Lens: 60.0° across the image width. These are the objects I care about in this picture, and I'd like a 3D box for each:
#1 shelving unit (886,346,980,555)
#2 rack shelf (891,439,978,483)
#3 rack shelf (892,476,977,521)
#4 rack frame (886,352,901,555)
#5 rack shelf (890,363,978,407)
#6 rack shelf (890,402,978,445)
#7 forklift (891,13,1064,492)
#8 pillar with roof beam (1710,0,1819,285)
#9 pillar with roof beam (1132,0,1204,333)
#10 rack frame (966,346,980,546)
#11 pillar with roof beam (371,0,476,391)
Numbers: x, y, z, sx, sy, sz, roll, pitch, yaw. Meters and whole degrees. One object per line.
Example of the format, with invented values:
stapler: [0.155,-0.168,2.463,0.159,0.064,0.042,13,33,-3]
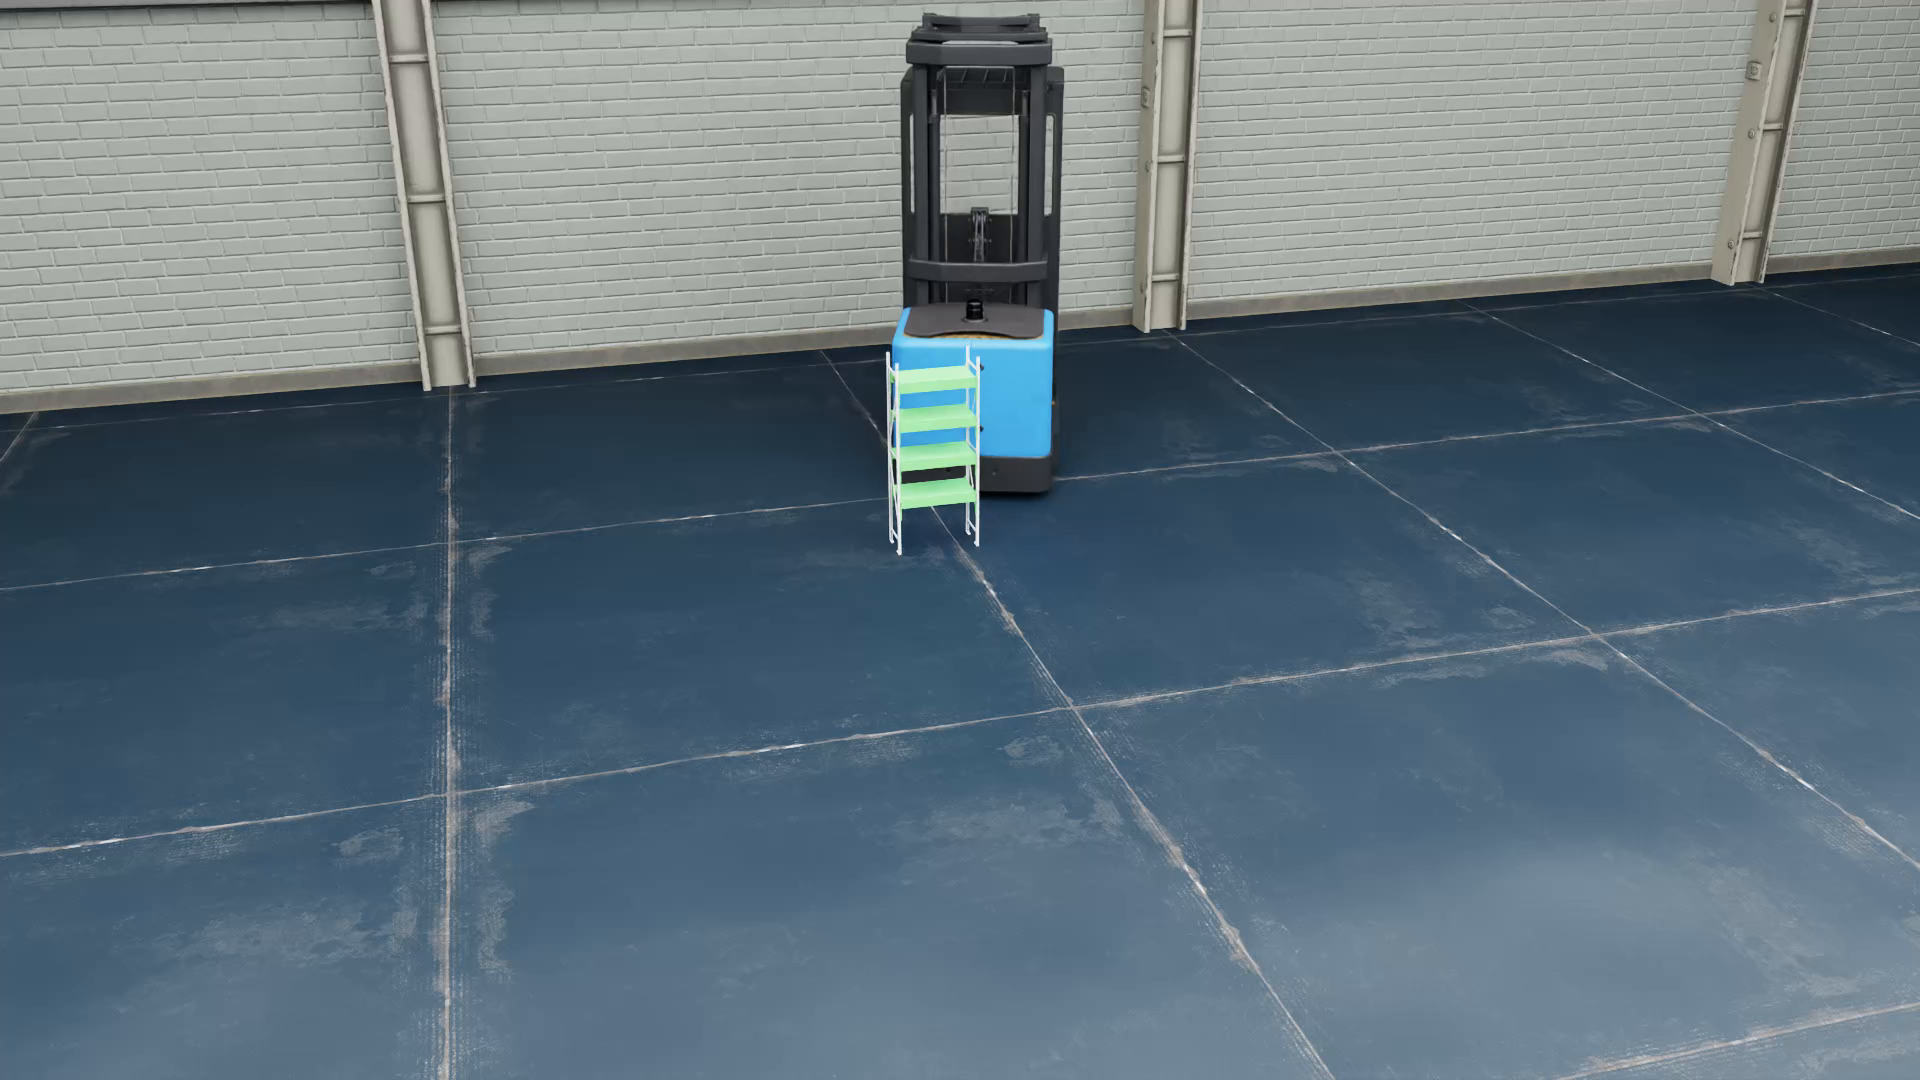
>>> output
shelving unit: [-0.159,-0.534,9.972,0.503,1.200,0.258,-6,24,-14]
rack shelf: [-0.159,-0.475,9.997,0.480,0.148,0.258,-6,24,-14]
rack shelf: [-0.159,-0.254,10.092,0.480,0.148,0.258,-6,24,-14]
rack frame: [-0.394,-0.508,9.912,0.015,1.200,0.240,-6,24,-14]
rack shelf: [-0.159,-0.916,9.808,0.480,0.148,0.258,-6,24,-14]
rack shelf: [-0.159,-0.696,9.903,0.480,0.148,0.258,-6,24,-14]
forklift: [0.160,-2.195,11.647,1.130,2.935,3.031,1,23,3]
pillar with roof beam: [8.686,-5.020,10.538,0.400,9.000,9.100,-6,24,-14]
pillar with roof beam: [2.909,-4.381,9.049,0.400,9.000,9.100,-6,24,-14]
rack frame: [0.076,-0.560,10.033,0.015,1.200,0.240,-6,24,-14]
pillar with roof beam: [-2.868,-3.742,7.559,0.400,9.000,9.100,-6,24,-14]
